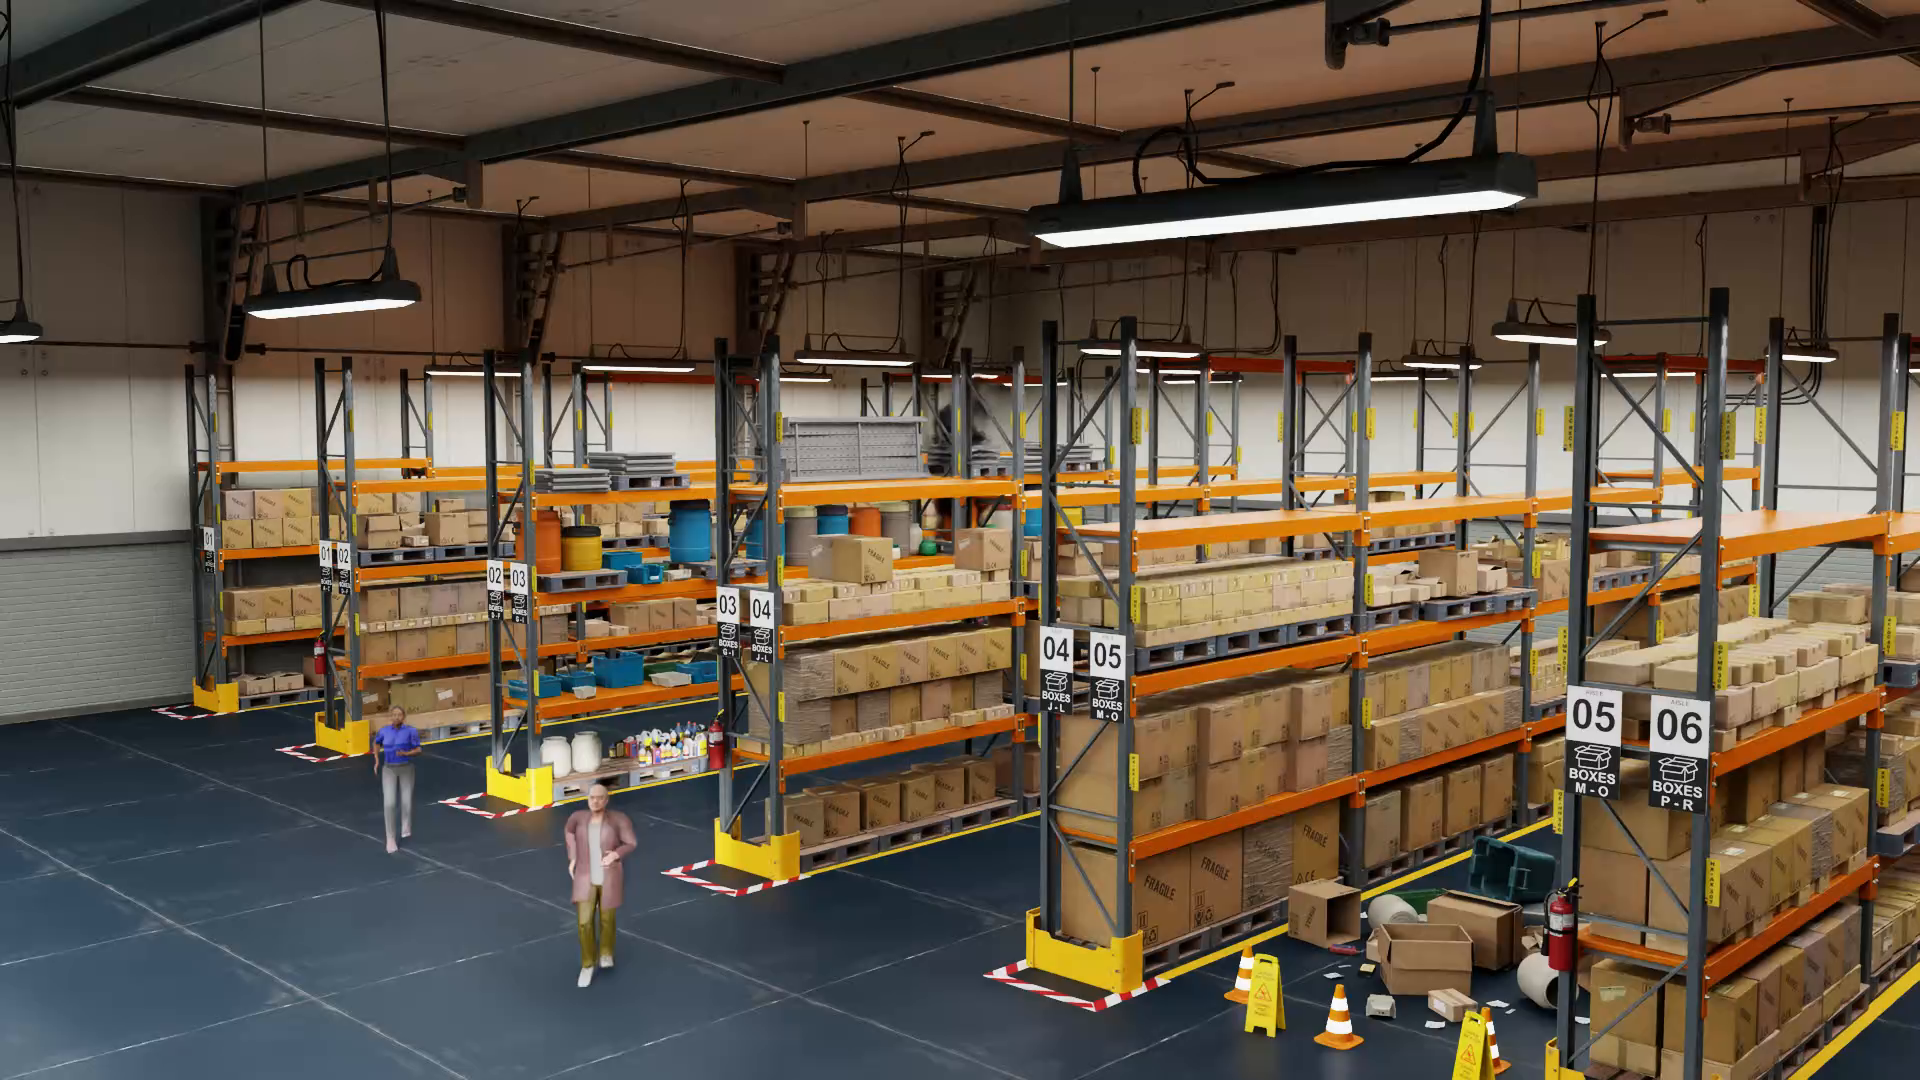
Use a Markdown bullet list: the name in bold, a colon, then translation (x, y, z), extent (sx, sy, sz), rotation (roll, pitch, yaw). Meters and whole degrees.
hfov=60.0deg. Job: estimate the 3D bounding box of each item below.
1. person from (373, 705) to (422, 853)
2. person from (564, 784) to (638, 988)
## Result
- **person**: translation (-6.708, 2.860, 19.852), extent (0.549, 1.638, 0.771), rotation (-1, 5, -19)
- **person**: translation (-3.279, 3.134, 15.161), extent (0.688, 1.840, 0.836), rotation (-1, 4, -7)
